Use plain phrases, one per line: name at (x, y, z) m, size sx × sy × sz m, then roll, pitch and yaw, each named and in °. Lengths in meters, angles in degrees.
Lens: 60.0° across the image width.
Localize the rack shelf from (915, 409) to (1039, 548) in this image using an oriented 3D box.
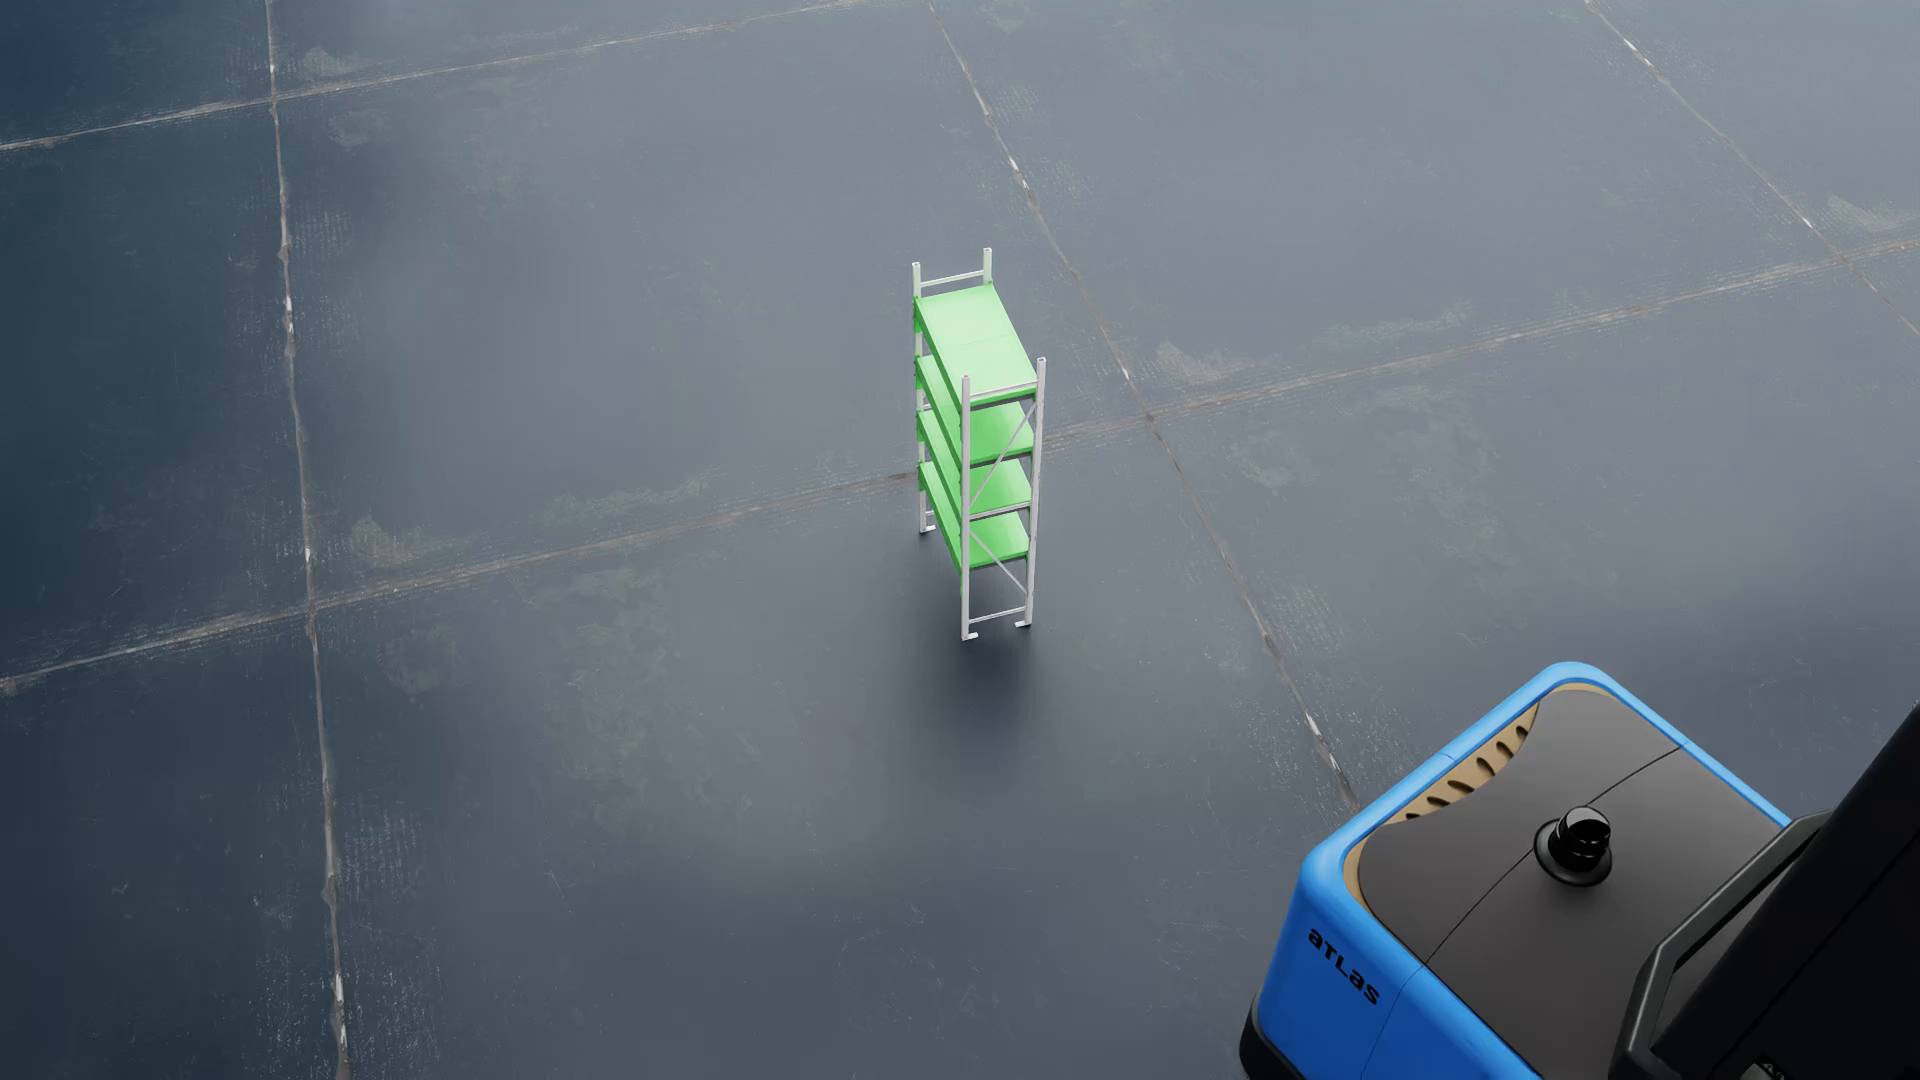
rack shelf at (0.049, -0.225, 5.238) m, size 0.258 × 0.148 × 0.480 m, roll -13°, pitch 51°, yaw -11°

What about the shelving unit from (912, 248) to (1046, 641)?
shelving unit at (0.049, -0.266, 5.189) m, size 0.258 × 1.200 × 0.503 m, roll -13°, pitch 51°, yaw -11°

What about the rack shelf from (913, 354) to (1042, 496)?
rack shelf at (0.049, -0.379, 5.055) m, size 0.258 × 0.148 × 0.480 m, roll -13°, pitch 51°, yaw -11°

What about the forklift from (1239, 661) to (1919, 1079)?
forklift at (2.058, 1.138, 2.874) m, size 1.130 × 2.935 × 3.031 m, roll -31°, pitch 56°, yaw -23°

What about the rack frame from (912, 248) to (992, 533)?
rack frame at (-0.023, -0.444, 5.340) m, size 0.240 × 1.200 × 0.015 m, roll -13°, pitch 51°, yaw -11°

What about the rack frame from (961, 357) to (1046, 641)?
rack frame at (0.121, -0.088, 5.039) m, size 0.240 × 1.200 × 0.015 m, roll -13°, pitch 51°, yaw -11°

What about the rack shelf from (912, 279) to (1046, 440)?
rack shelf at (0.049, -0.534, 4.871) m, size 0.258 × 0.148 × 0.480 m, roll -13°, pitch 51°, yaw -11°

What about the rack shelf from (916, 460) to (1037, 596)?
rack shelf at (0.049, -0.070, 5.422) m, size 0.258 × 0.148 × 0.480 m, roll -13°, pitch 51°, yaw -11°
